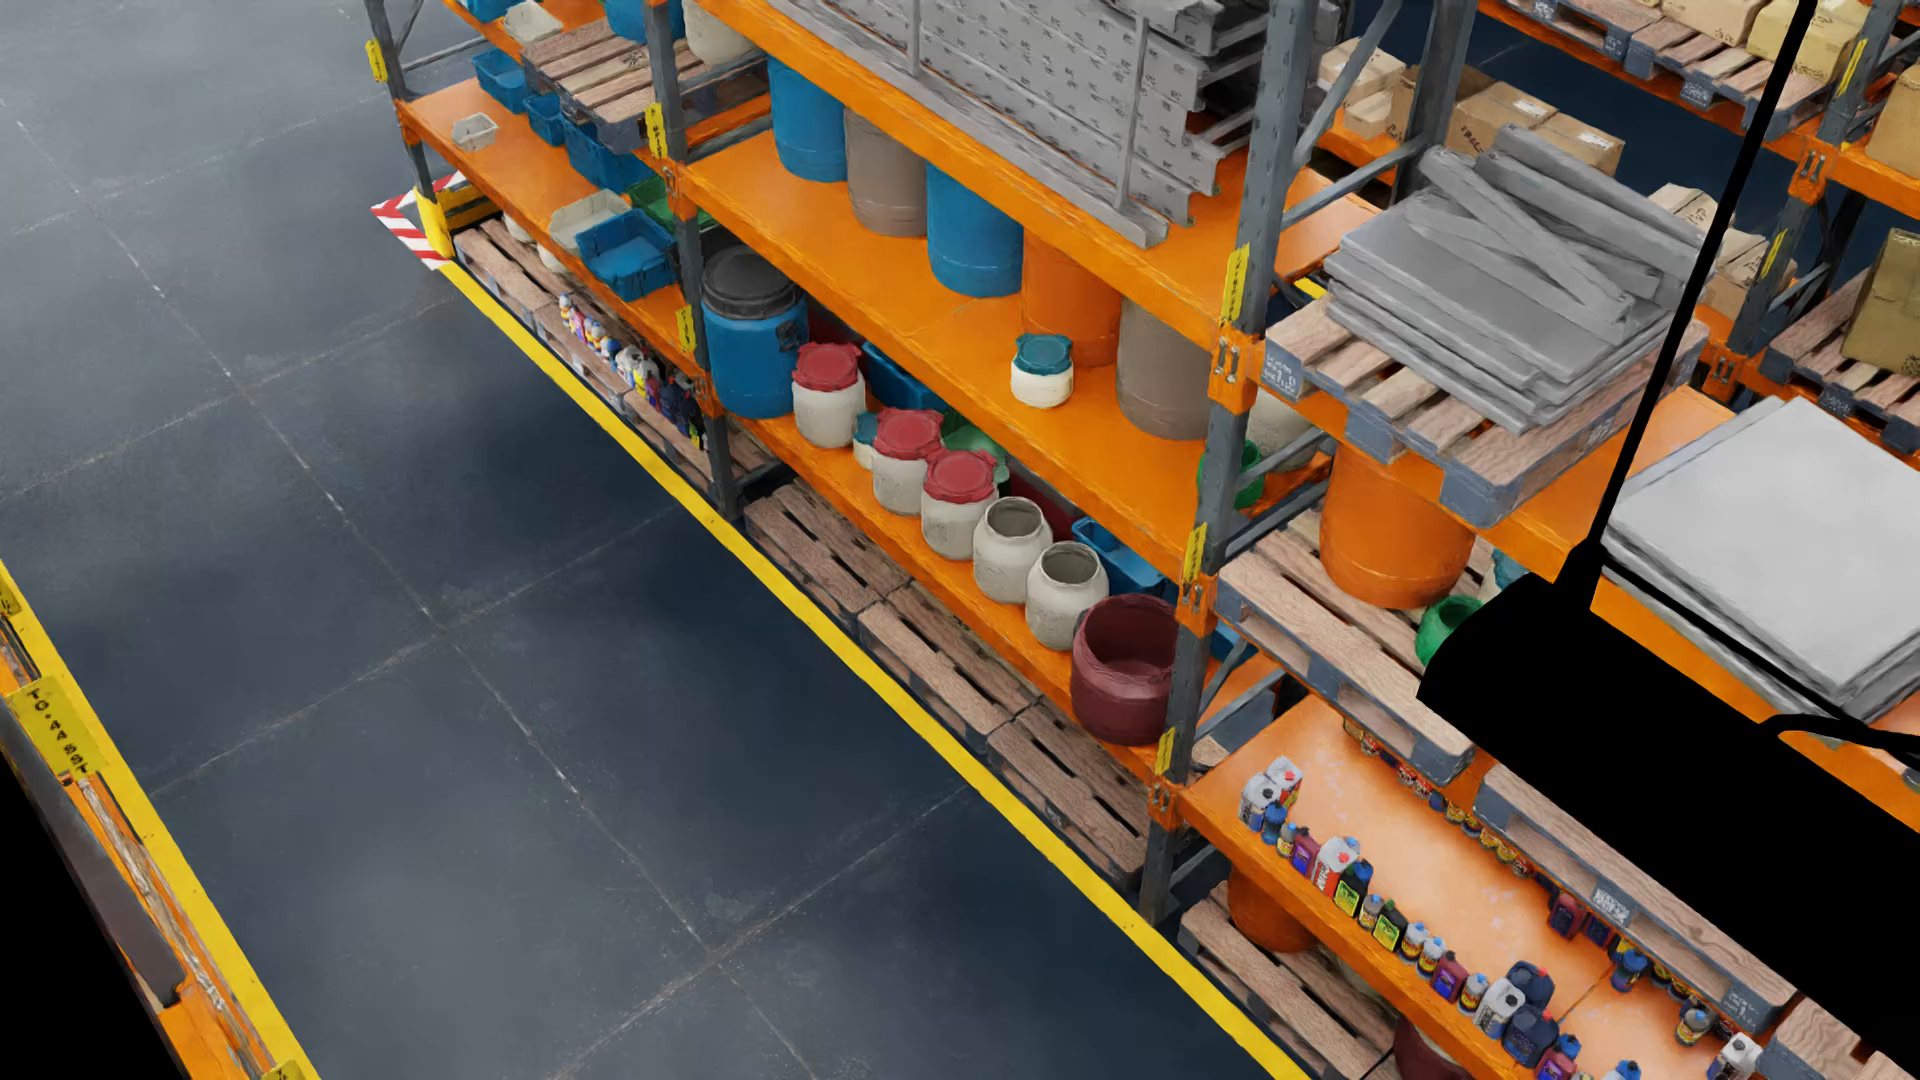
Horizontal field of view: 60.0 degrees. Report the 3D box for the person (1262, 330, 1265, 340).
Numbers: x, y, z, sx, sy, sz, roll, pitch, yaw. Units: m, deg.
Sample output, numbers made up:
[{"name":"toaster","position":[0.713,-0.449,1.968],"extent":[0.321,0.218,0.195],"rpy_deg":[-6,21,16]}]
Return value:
[{"name":"person","position":[1.678,-0.831,10.585],"extent":[0.729,1.733,0.546],"rpy_deg":[-33,55,-28]}]
